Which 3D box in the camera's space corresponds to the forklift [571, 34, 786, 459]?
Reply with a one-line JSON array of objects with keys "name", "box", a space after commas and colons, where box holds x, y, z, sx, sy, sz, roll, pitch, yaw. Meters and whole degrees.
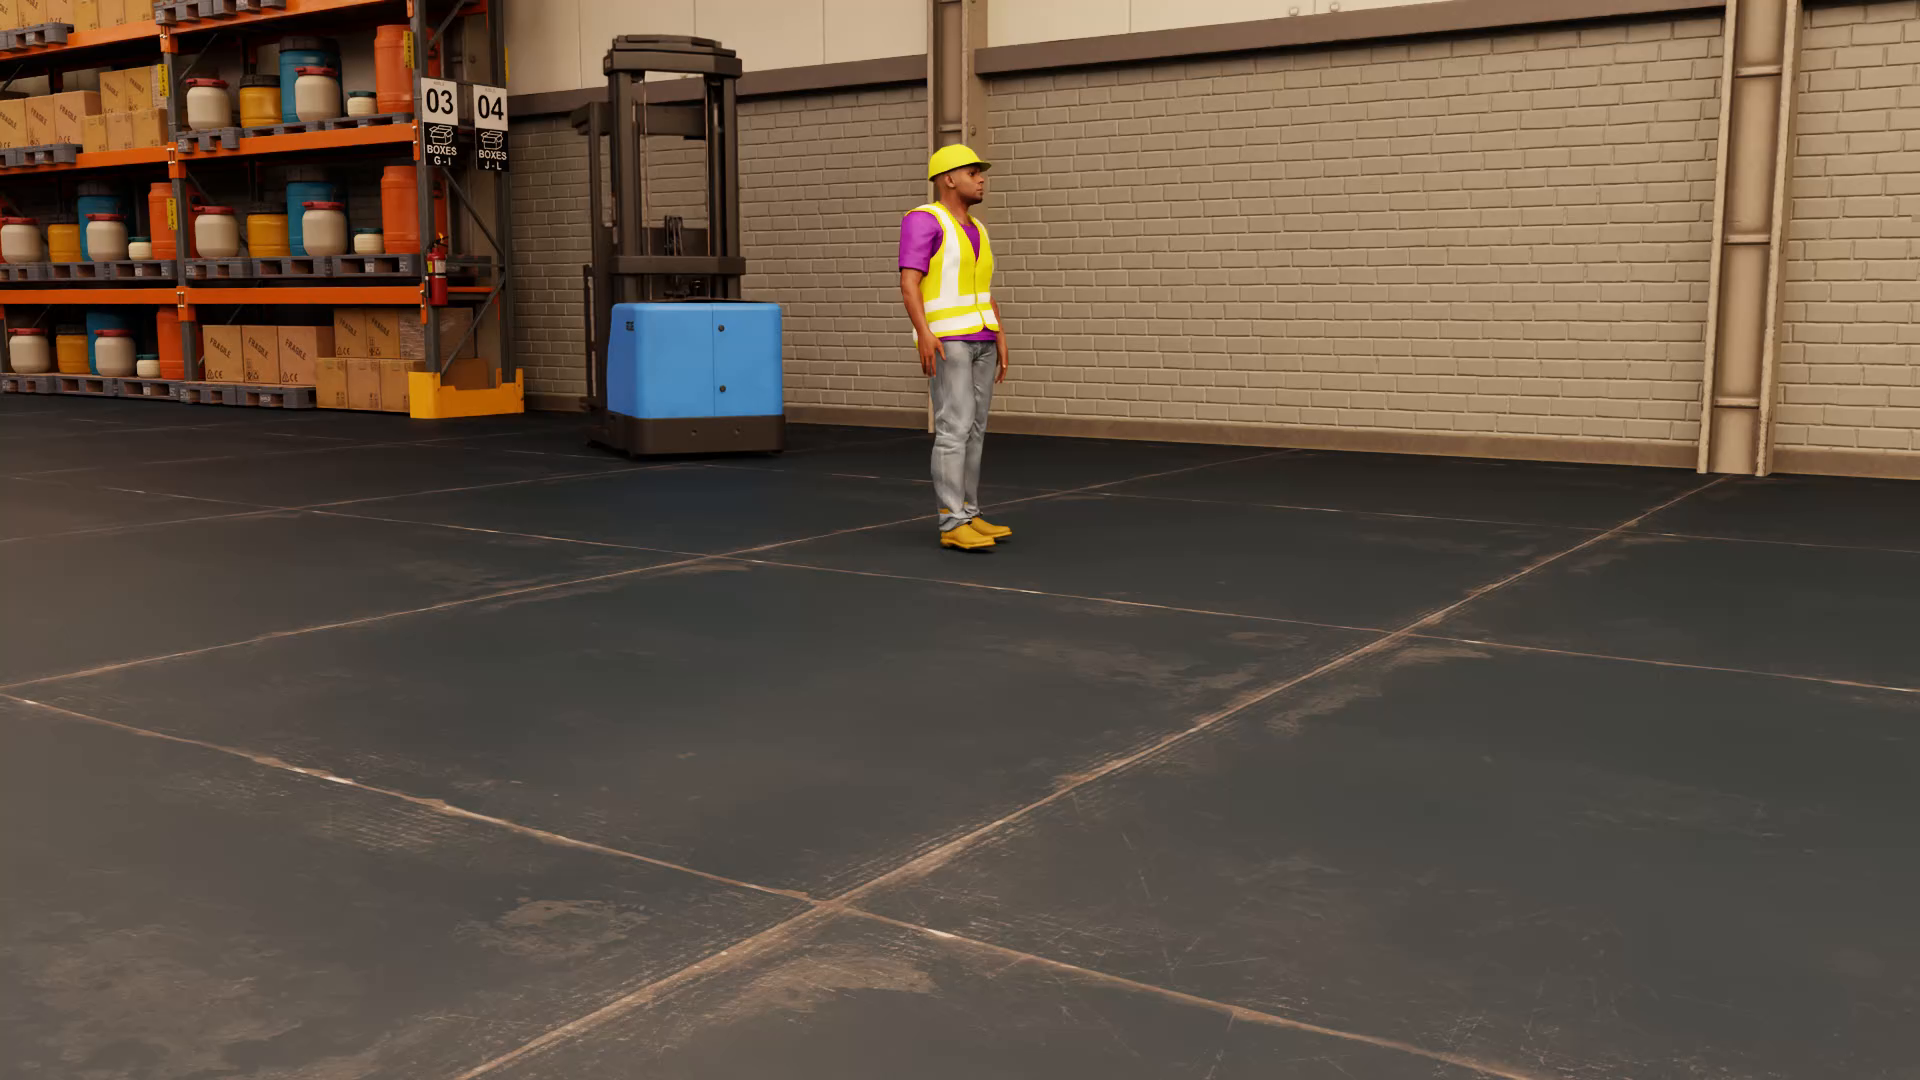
[{"name": "forklift", "box": [-2.257, -2.171, 12.458, 1.130, 2.935, 3.031, -3, 9, -23]}]

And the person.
[{"name": "person", "box": [0.055, -0.875, 7.435, 0.575, 1.768, 0.665, 5, 10, 34]}]
